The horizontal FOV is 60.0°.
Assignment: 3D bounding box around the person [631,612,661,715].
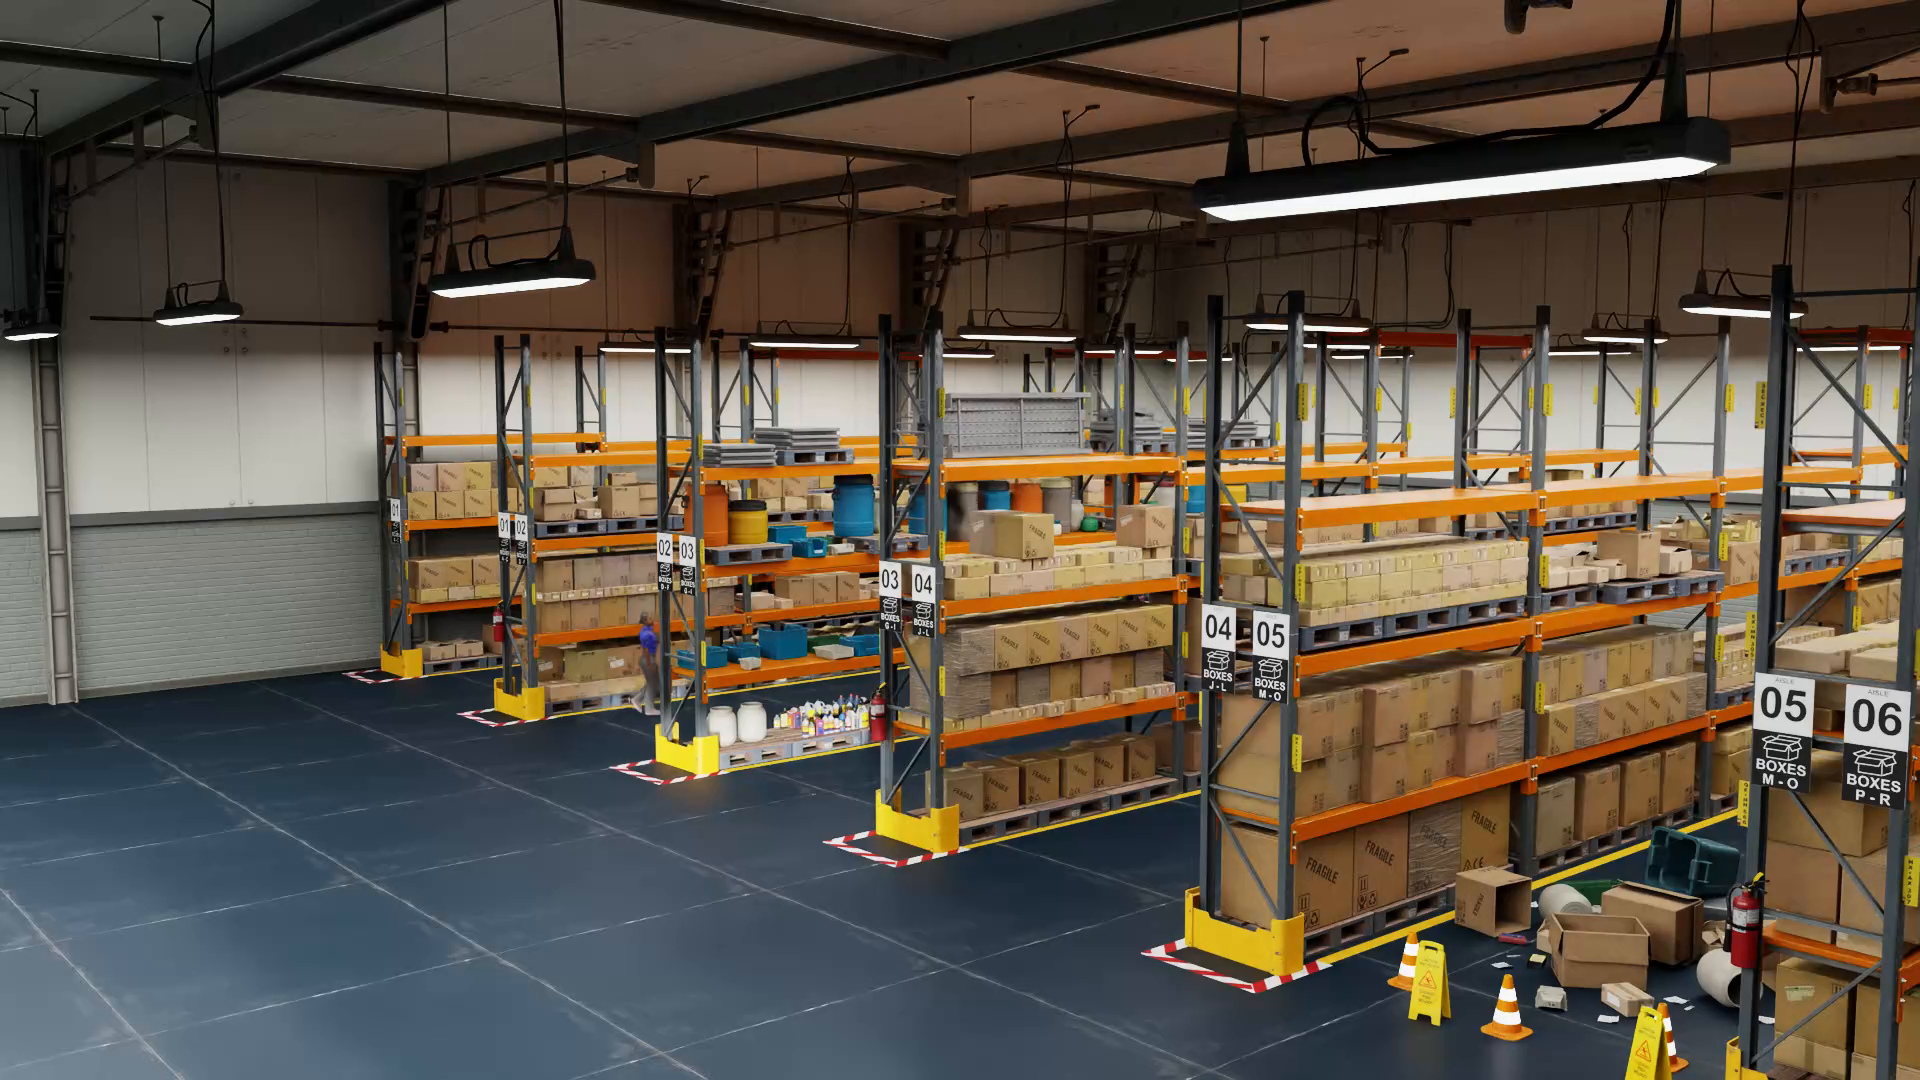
[{"bbox_3d":[-4.918,1.951,26.212,0.463,1.635,0.456,-1,5,-14],"label":"person"}]
